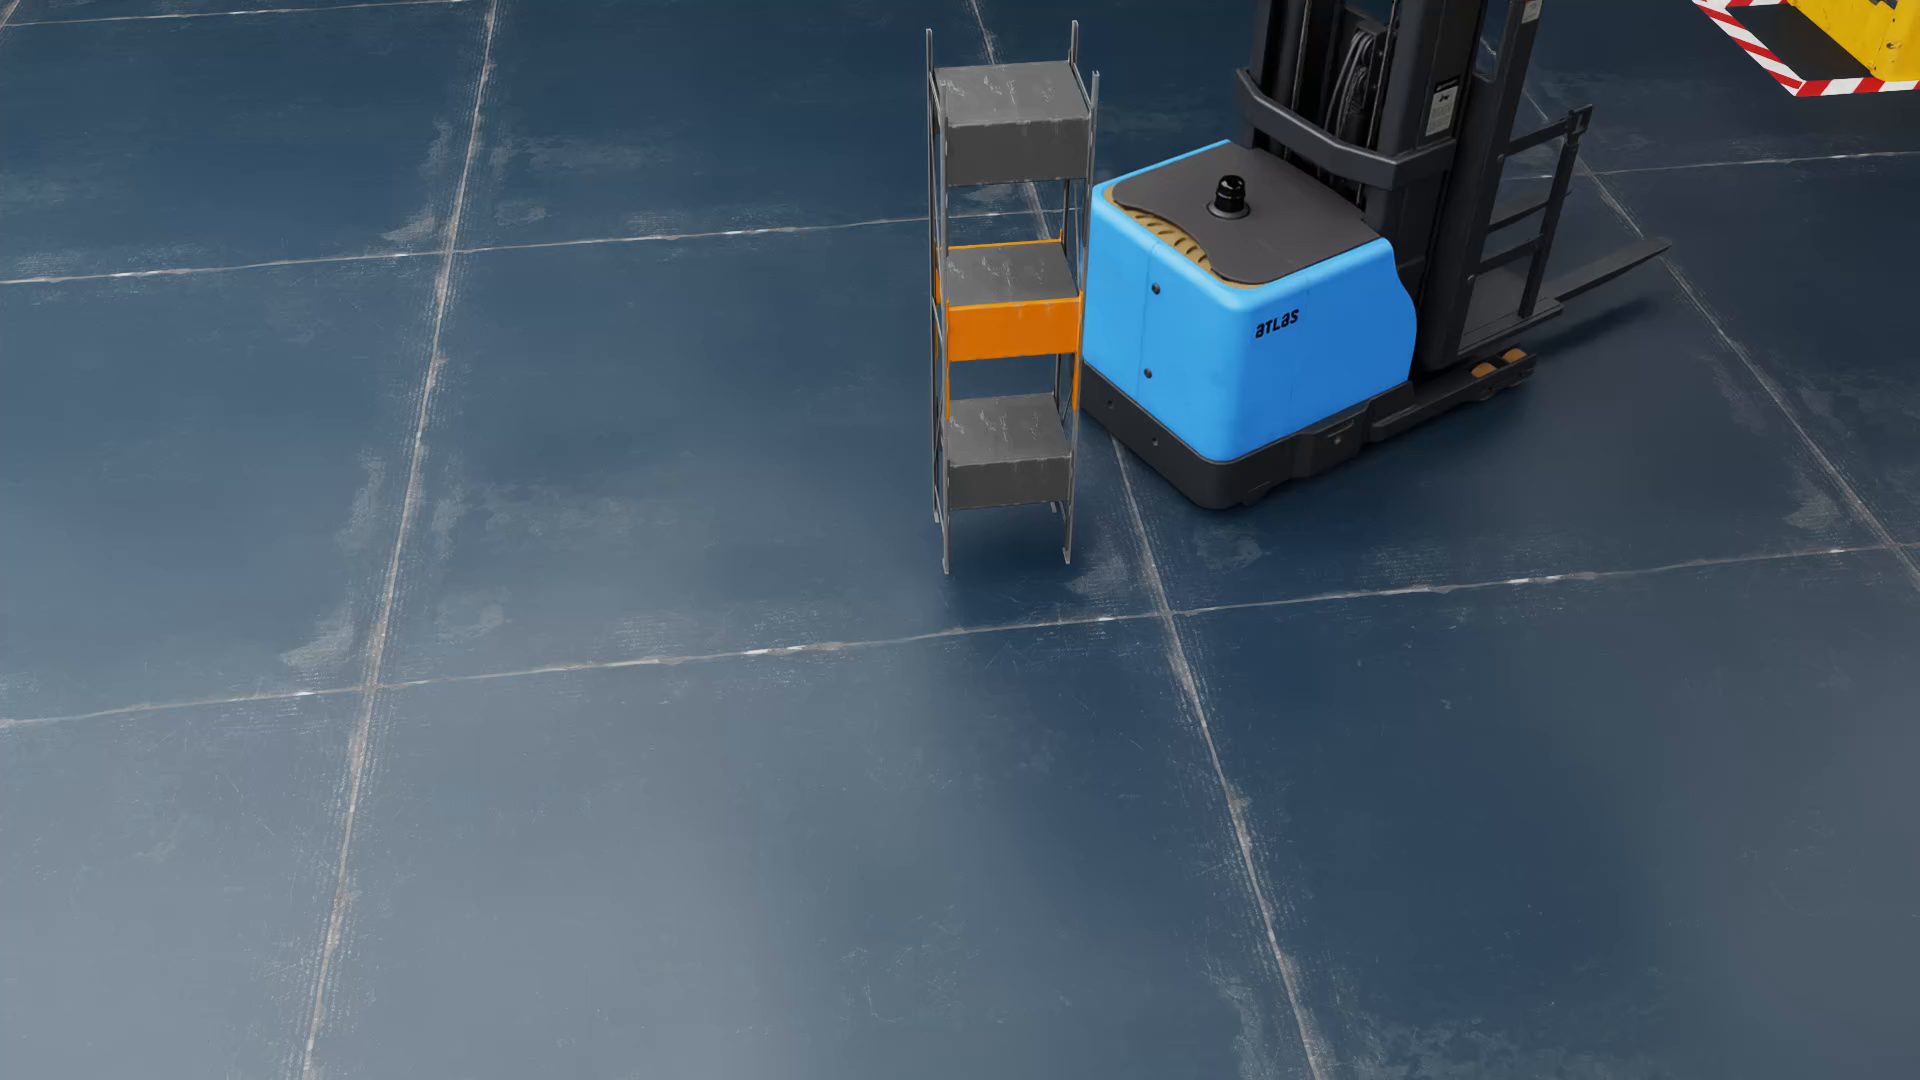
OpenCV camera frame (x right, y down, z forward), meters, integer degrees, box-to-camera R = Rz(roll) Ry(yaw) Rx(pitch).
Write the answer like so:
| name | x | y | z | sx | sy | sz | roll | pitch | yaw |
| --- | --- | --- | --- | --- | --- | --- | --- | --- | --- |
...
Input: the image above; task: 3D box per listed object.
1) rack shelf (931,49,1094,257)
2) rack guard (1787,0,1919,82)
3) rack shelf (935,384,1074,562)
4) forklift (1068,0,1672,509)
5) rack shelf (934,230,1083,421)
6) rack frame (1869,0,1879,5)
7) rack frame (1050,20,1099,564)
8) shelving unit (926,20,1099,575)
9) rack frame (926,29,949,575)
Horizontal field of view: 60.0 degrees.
| name | x | y | z | sx | sy | sz | roll | pitch | yaw |
| --- | --- | --- | --- | --- | --- | --- | --- | --- | --- |
| rack shelf | 0.164 | -1.304 | 5.603 | 0.480 | 0.518 | 0.431 | -5 | 42 | -6 |
| rack guard | 5.478 | -3.261 | 9.992 | 0.348 | 0.500 | 1.175 | -5 | 42 | -6 |
| rack shelf | 0.164 | -0.264 | 6.541 | 0.480 | 0.518 | 0.431 | -5 | 42 | -6 |
| forklift | 1.988 | -1.985 | 6.763 | 3.031 | 2.935 | 1.130 | -24 | 47 | -24 |
| rack shelf | 0.164 | -0.784 | 6.072 | 0.480 | 0.518 | 0.431 | -5 | 42 | -6 |
| rack frame | 5.501 | -4.191 | 9.157 | 0.127 | 3.000 | 1.000 | -5 | 42 | -6 |
| rack frame | 0.406 | -0.815 | 6.086 | 0.015 | 2.100 | 0.400 | -5 | 42 | -6 |
| shelving unit | 0.164 | -0.794 | 6.063 | 0.503 | 2.100 | 0.431 | -5 | 42 | -6 |
| rack frame | -0.078 | -0.773 | 6.039 | 0.015 | 2.100 | 0.400 | -5 | 42 | -6 |
